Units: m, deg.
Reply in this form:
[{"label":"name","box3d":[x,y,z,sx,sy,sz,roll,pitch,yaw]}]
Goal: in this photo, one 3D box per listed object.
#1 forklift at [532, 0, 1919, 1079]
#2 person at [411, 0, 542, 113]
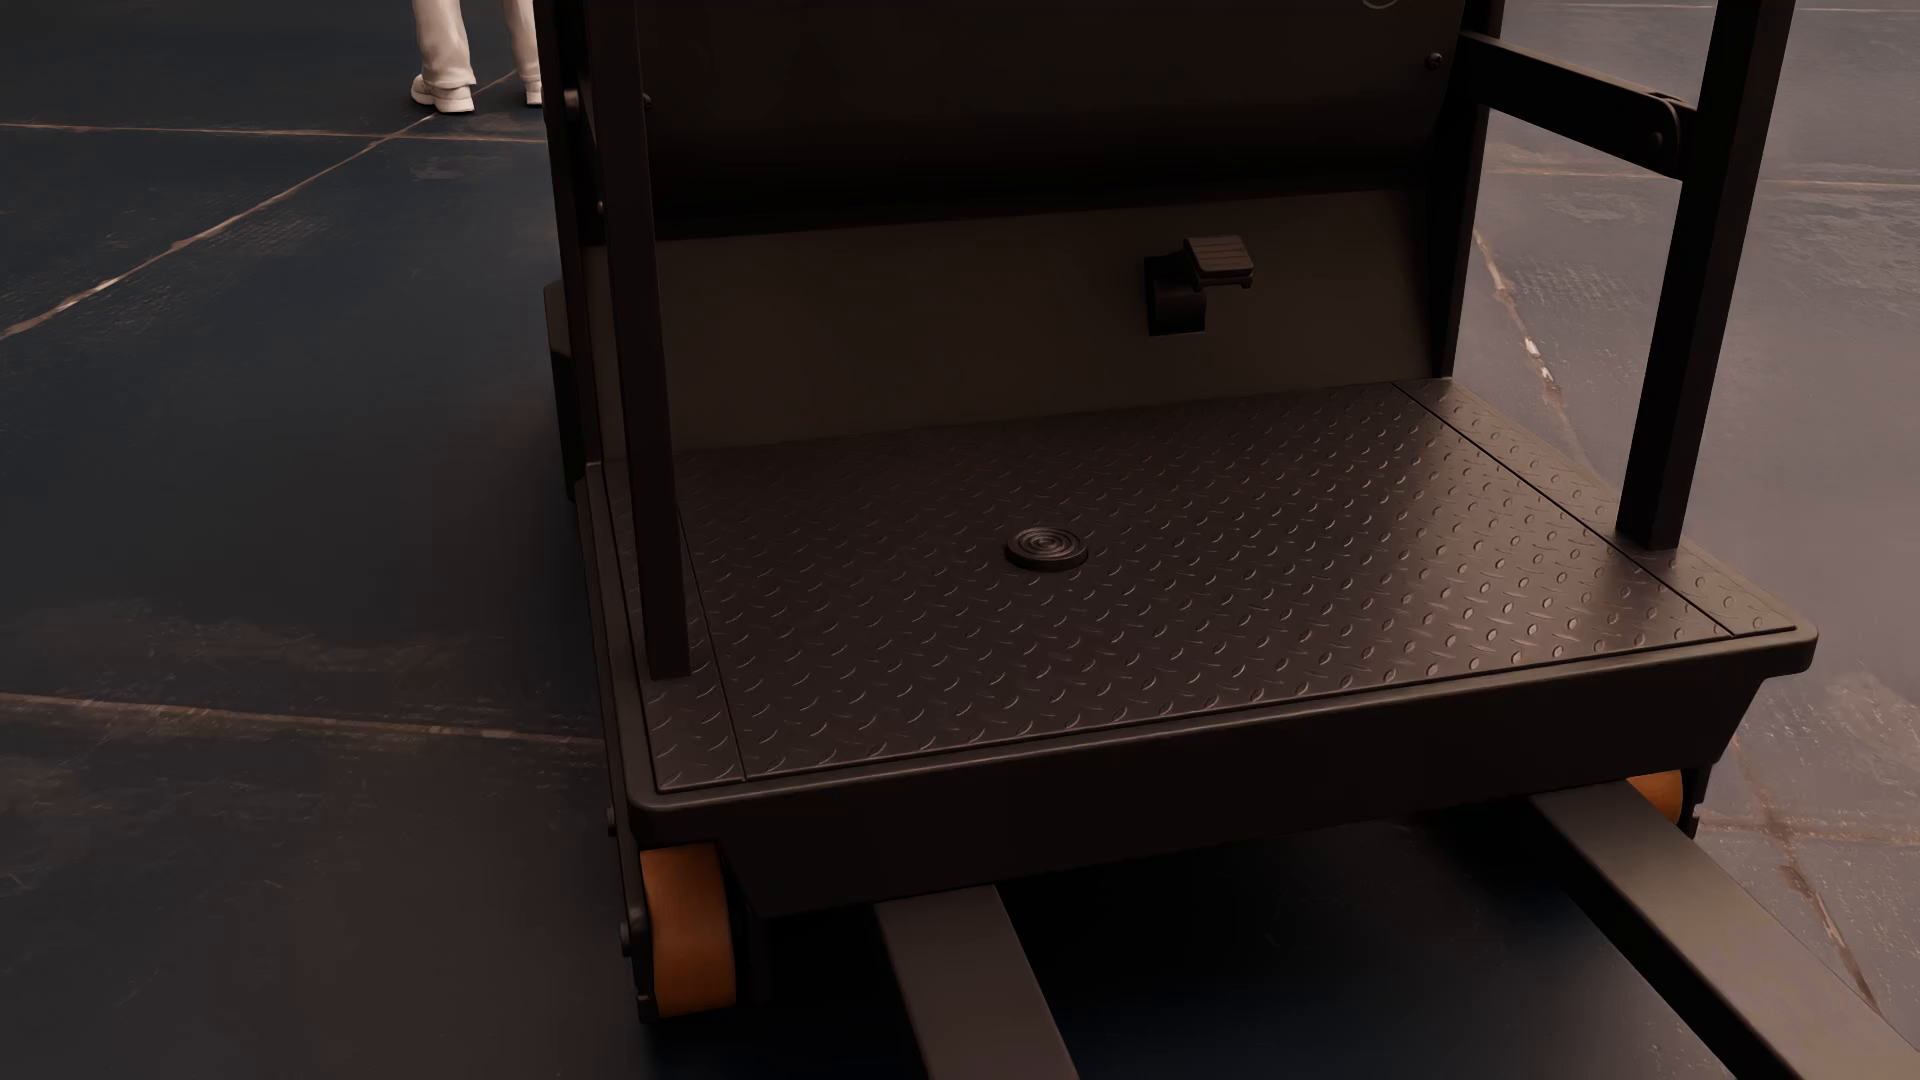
[{"label":"forklift","box3d":[0.153,-1.049,1.319,1.130,2.935,3.031,-7,27,-13]},{"label":"person","box3d":[-1.508,-2.180,4.884,0.633,1.772,0.436,-13,29,-24]}]
